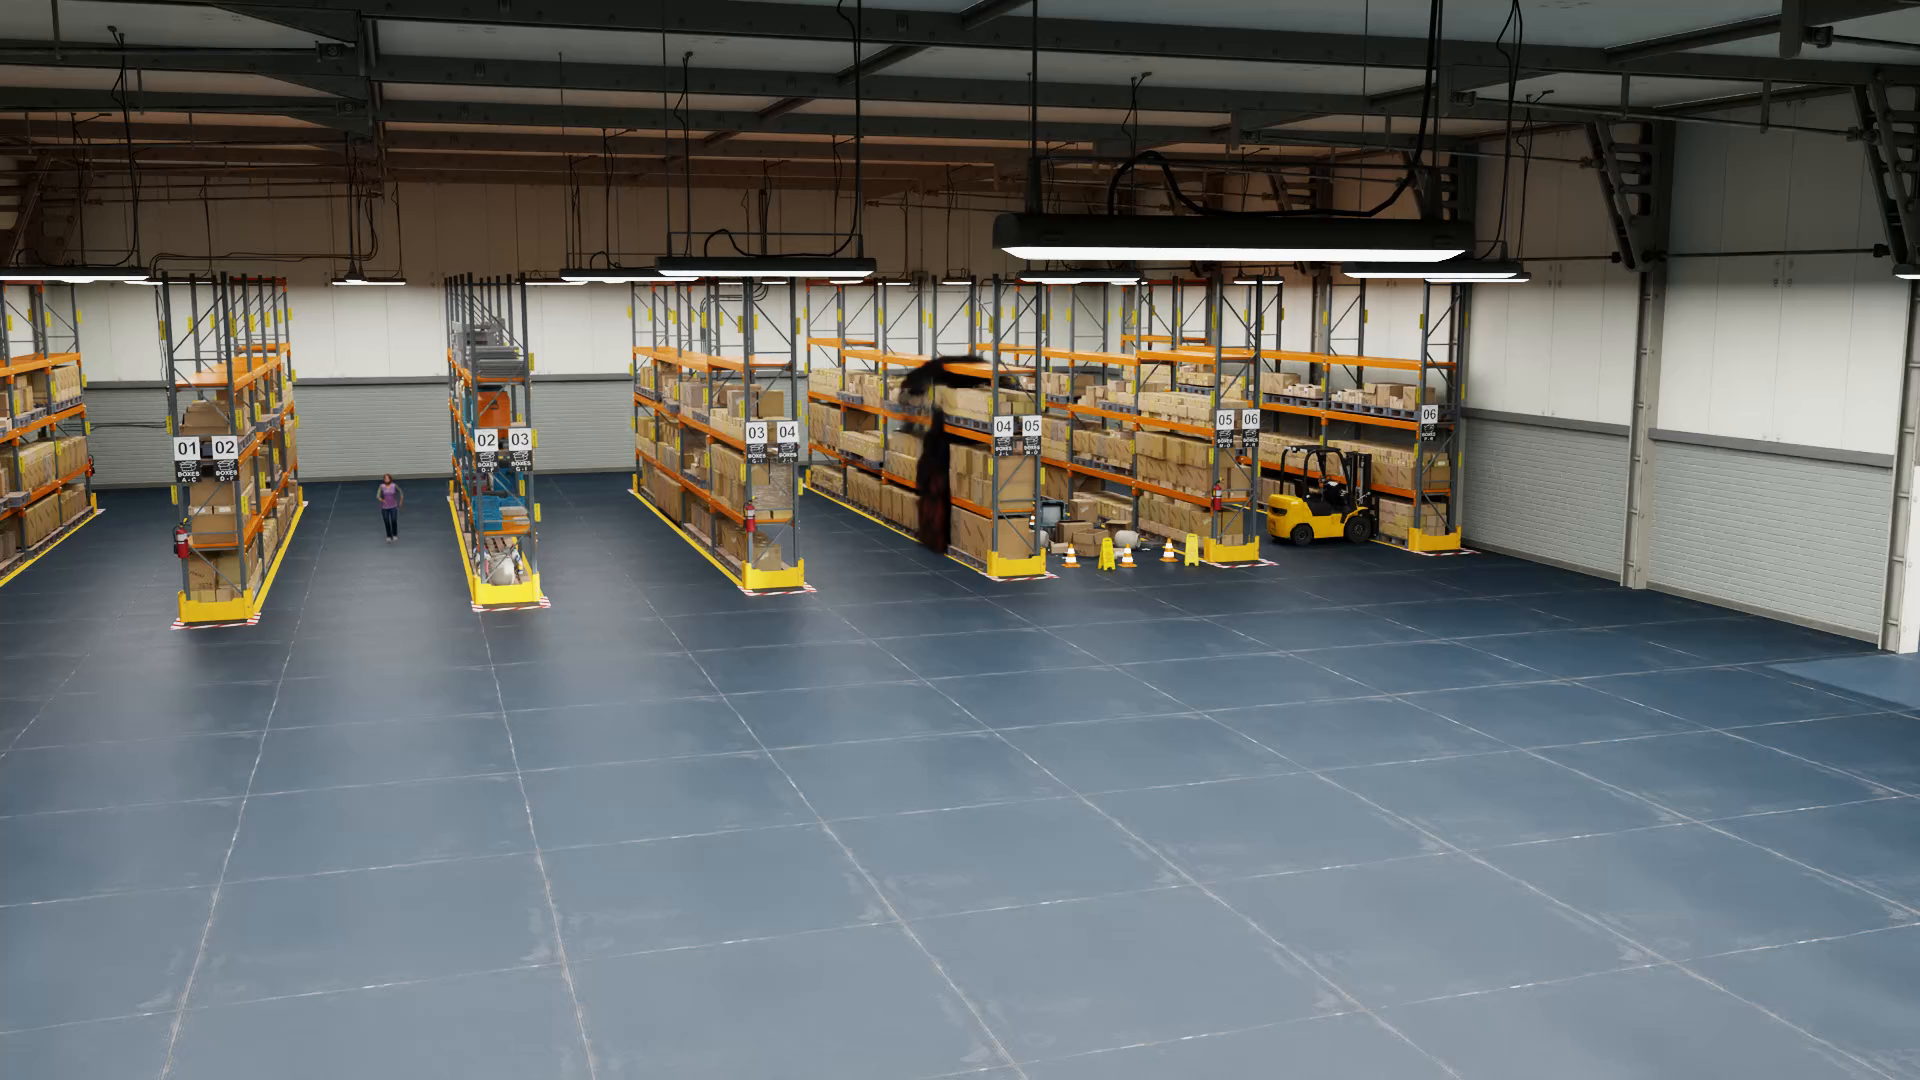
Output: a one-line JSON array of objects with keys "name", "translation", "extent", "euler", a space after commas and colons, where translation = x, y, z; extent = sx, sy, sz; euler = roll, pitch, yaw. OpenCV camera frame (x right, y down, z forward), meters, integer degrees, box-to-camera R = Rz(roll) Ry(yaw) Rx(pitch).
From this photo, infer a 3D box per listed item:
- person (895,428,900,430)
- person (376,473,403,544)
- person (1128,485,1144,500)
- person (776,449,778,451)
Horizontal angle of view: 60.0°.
[{"name": "person", "translation": [-1.786, -2.340, 47.846], "extent": [0.662, 1.760, 0.805], "euler": [-4, 9, -24]}, {"name": "person", "translation": [-12.852, -0.703, 37.505], "extent": [0.567, 1.604, 0.649], "euler": [-3, 9, -17]}, {"name": "person", "translation": [4.703, -1.763, 43.886], "extent": [0.659, 1.744, 0.580], "euler": [-4, 9, -23]}, {"name": "person", "translation": [-4.731, -1.928, 45.144], "extent": [0.672, 1.745, 0.598], "euler": [-2, 9, -11]}]
